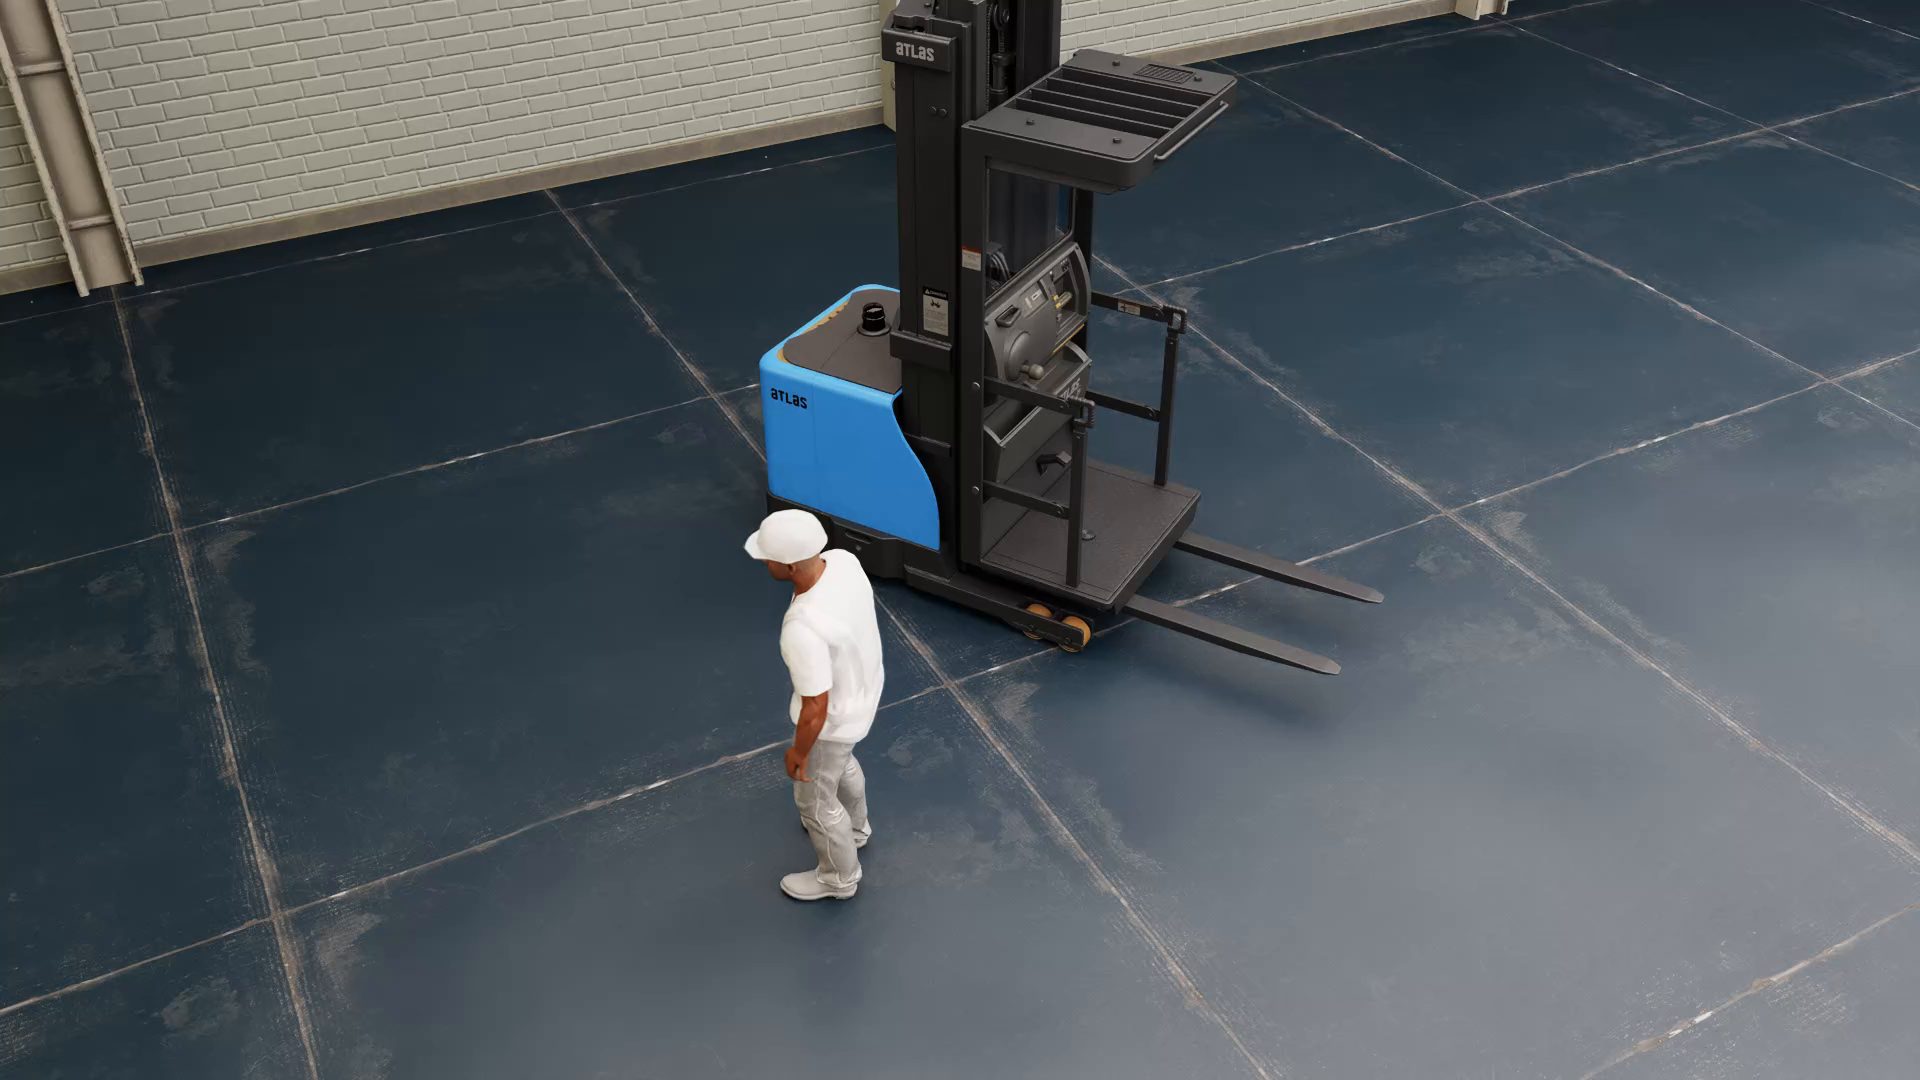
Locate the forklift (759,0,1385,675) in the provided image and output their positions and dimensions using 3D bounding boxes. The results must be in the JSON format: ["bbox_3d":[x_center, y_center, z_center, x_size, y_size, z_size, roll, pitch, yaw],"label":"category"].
[{"bbox_3d":[0.541,-1.017,7.561,3.031,2.935,1.130,18,39,24],"label":"forklift"}]

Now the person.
[{"bbox_3d":[-0.522,0.617,6.267,0.461,1.760,0.627,7,36,9],"label":"person"}]
